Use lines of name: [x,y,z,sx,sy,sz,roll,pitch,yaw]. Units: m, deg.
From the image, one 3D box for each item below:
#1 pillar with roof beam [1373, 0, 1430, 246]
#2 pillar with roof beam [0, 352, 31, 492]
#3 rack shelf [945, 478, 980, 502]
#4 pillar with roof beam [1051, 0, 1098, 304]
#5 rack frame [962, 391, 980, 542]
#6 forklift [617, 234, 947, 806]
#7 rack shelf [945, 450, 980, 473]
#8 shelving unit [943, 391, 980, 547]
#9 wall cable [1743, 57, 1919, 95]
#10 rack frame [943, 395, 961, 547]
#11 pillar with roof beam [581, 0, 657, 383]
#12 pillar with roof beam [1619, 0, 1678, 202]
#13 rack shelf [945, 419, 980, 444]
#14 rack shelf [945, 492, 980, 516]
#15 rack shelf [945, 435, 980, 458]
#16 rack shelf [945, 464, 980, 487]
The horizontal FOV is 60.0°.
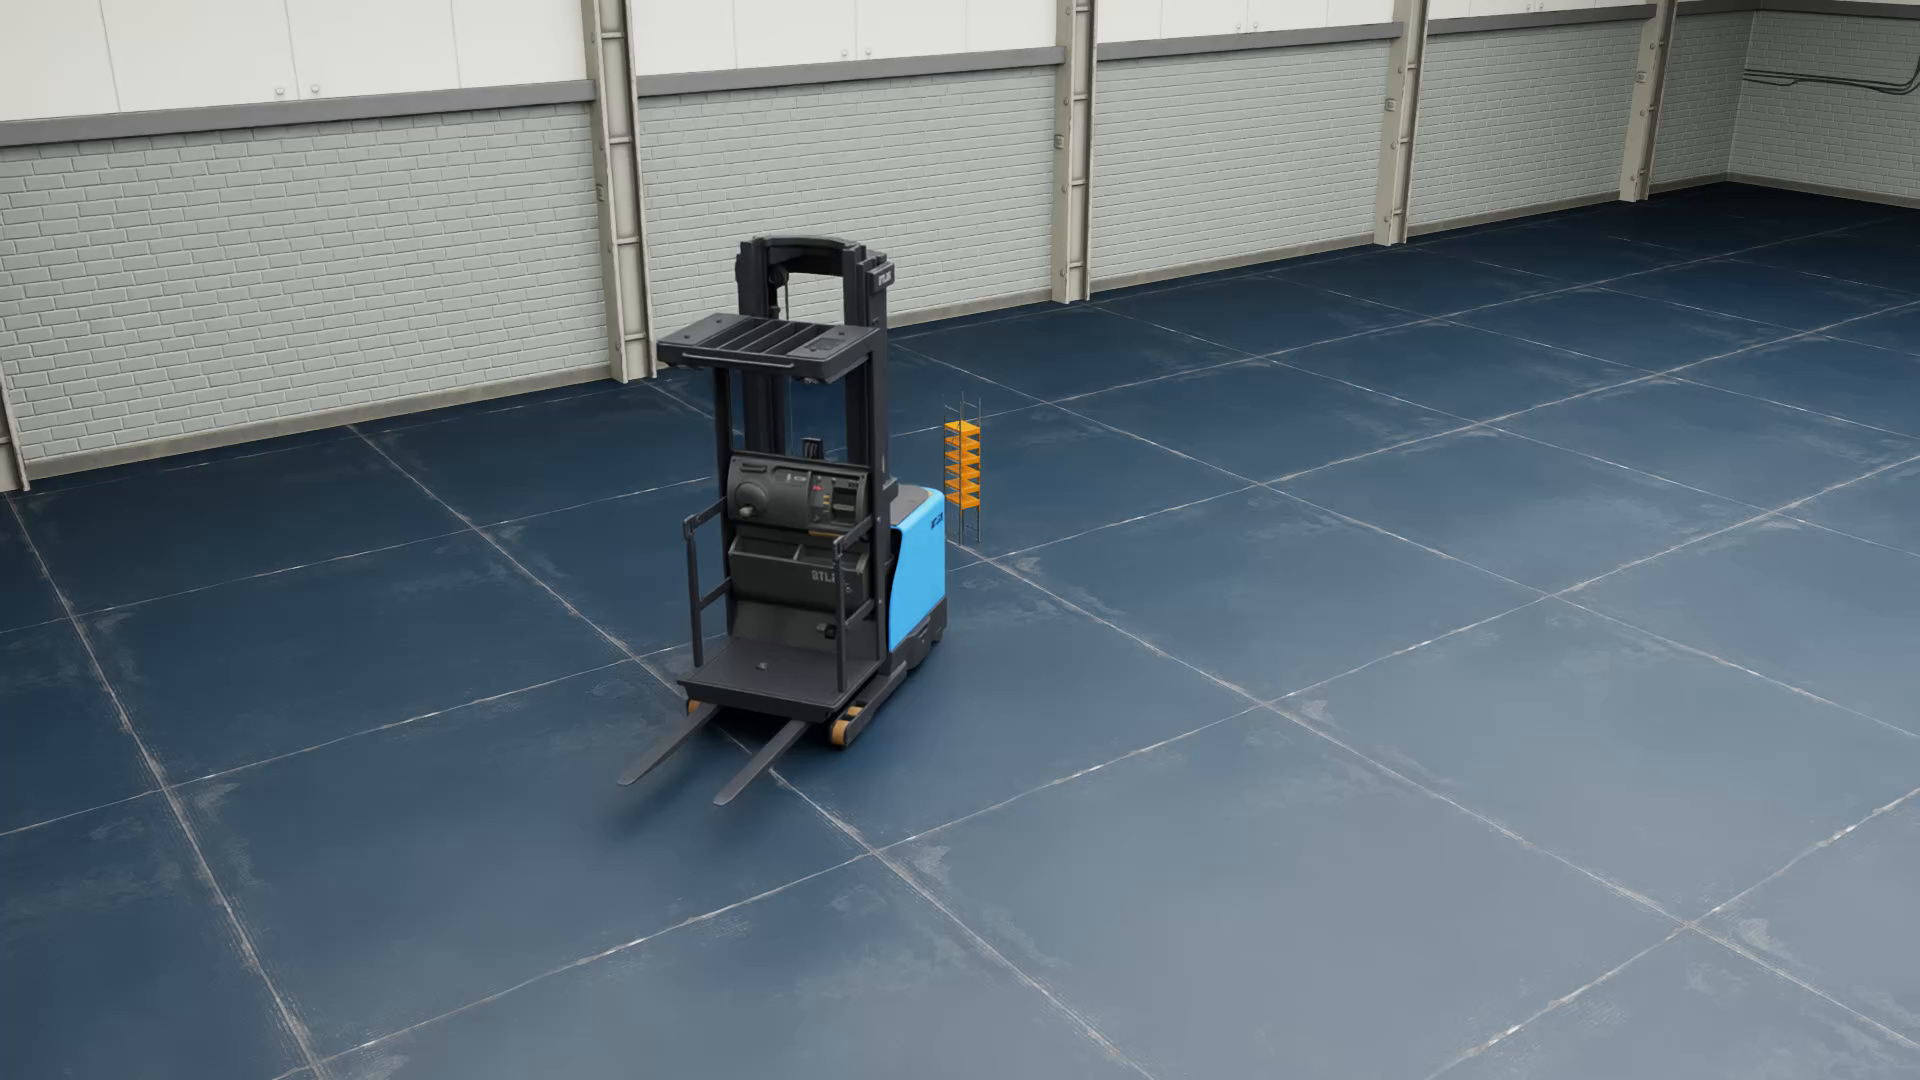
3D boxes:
pillar with roof beam: [8.774,-7.222,19.352,0.400,9.000,9.100,-15,26,-33]
pillar with roof beam: [-5.837,-3.326,9.589,0.400,9.000,9.100,-15,26,-33]
rack shelf: [0.012,-0.408,13.243,0.180,0.103,0.258,-15,26,-33]
pillar with roof beam: [3.904,-5.923,16.098,0.400,9.000,9.100,-15,26,-33]
rack frame: [0.086,-0.580,13.231,0.006,1.200,0.240,-15,26,-33]
forklift: [-1.085,-0.263,10.101,1.130,2.935,3.031,8,23,19]
rack shelf: [0.012,-0.631,13.154,0.180,0.103,0.258,-15,26,-33]
shelving unit: [0.012,-0.560,13.182,0.189,1.200,0.258,-15,26,-33]
wall cable: [14.294,-8.613,27.029,0.112,2.526,3.097,-15,26,-33]
rack frame: [-0.063,-0.541,13.132,0.006,1.200,0.240,-15,26,-33]
pillar with roof beam: [-0.967,-4.624,12.843,0.400,9.000,9.100,-15,26,-33]
pillar with roof beam: [13.645,-8.520,22.607,0.400,9.000,9.100,-15,26,-33]
rack shelf: [0.012,-0.853,13.065,0.180,0.103,0.258,-15,26,-33]
rack shelf: [0.012,-0.296,13.287,0.180,0.103,0.258,-15,26,-33]
rack shelf: [0.012,-0.742,13.109,0.180,0.103,0.258,-15,26,-33]
rack shelf: [0.012,-0.519,13.198,0.180,0.103,0.258,-15,26,-33]
